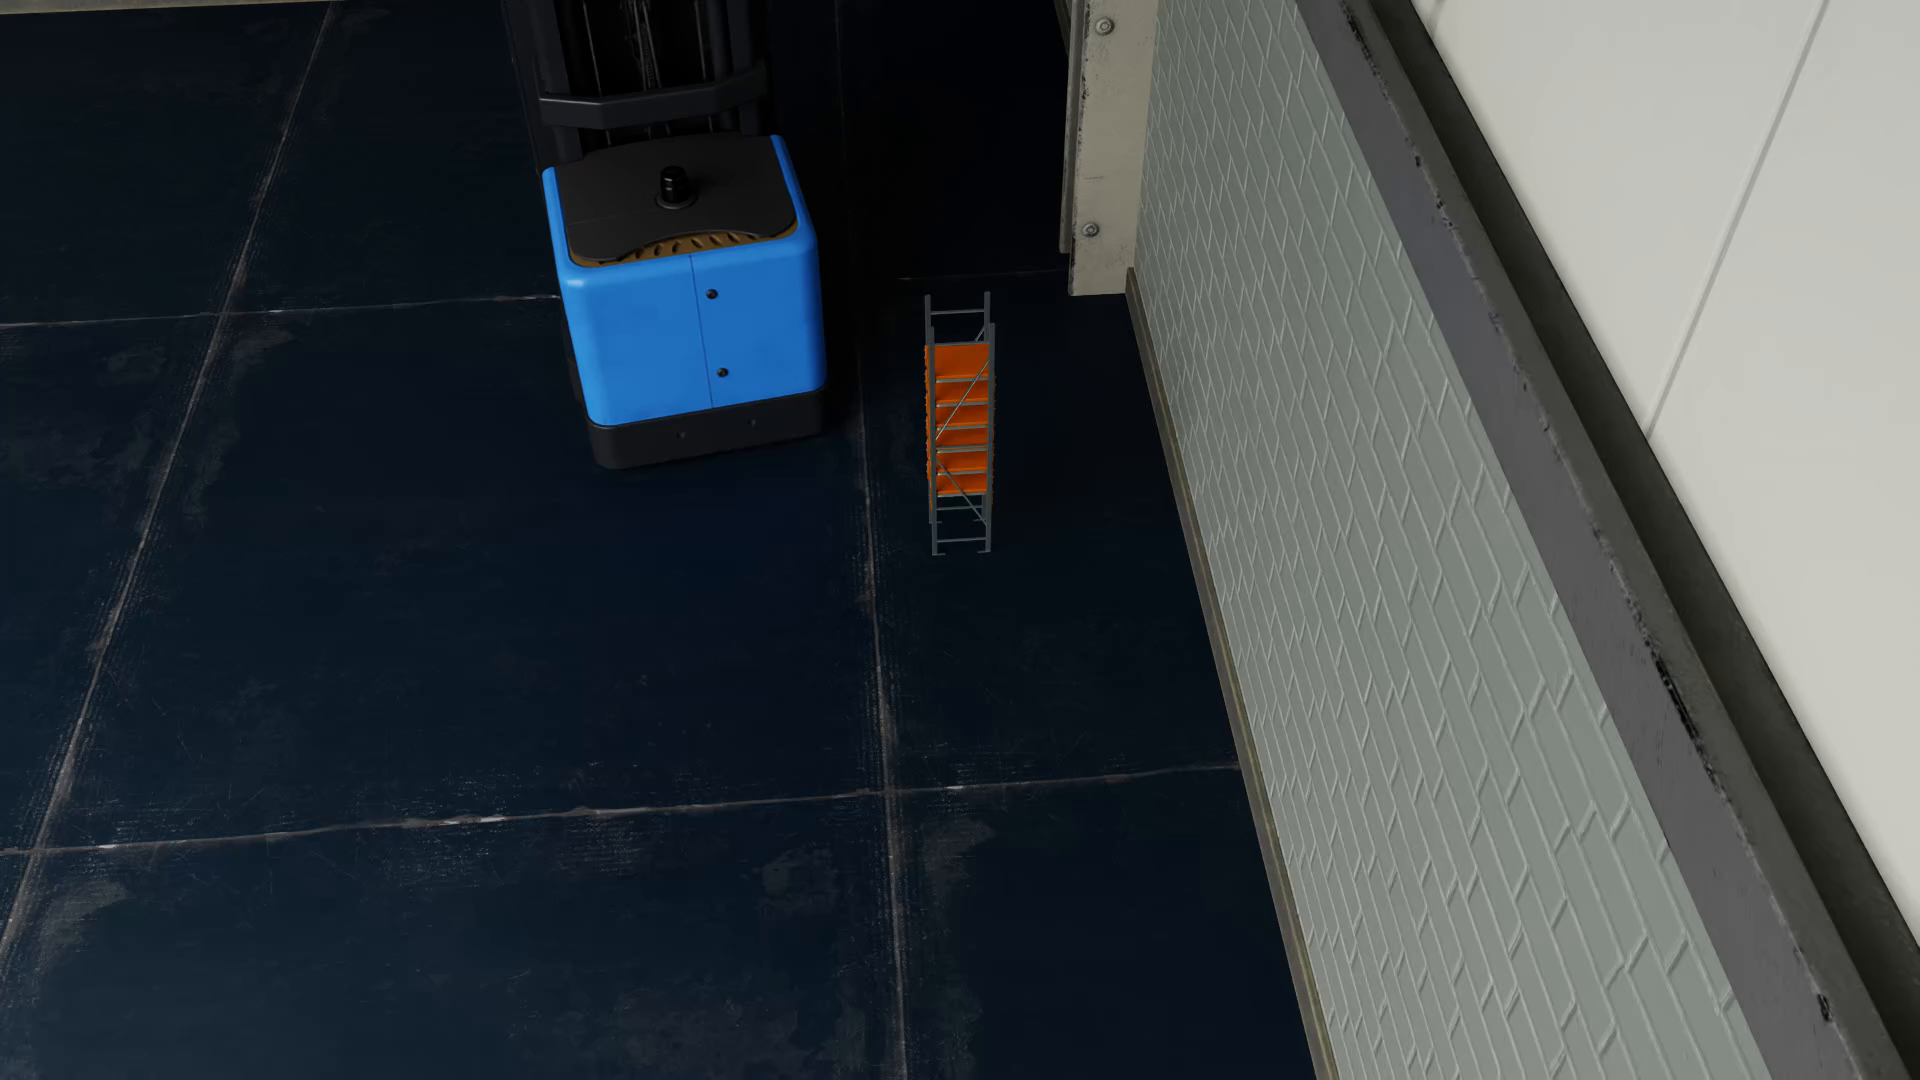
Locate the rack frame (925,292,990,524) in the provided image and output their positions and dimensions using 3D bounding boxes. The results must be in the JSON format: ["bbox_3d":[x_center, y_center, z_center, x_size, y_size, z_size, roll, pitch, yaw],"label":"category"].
[{"bbox_3d":[-0.009,-0.489,6.523,0.240,1.200,0.006,-3,47,-3],"label":"rack frame"}]

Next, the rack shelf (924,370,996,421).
[{"bbox_3d":[-0.001,-0.558,6.319,0.258,0.103,0.180,-3,47,-3],"label":"rack shelf"}]

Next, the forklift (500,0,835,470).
[{"bbox_3d":[-1.420,-2.400,7.141,1.130,2.935,3.031,-11,48,-10],"label":"forklift"}]

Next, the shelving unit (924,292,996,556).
[{"bbox_3d":[-0.001,-0.423,6.461,0.258,1.200,0.189,-3,47,-3],"label":"shelving unit"}]

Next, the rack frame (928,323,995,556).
[{"bbox_3d":[0.006,-0.357,6.398,0.240,1.200,0.006,-3,47,-3],"label":"rack frame"}]

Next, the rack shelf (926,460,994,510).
[{"bbox_3d":[-0.001,-0.227,6.667,0.258,0.103,0.180,-3,47,-3],"label":"rack shelf"}]

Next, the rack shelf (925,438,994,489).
[{"bbox_3d":[-0.001,-0.310,6.580,0.258,0.103,0.180,-3,47,-3],"label":"rack shelf"}]

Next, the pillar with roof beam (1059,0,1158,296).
[{"bbox_3d":[-3.627,-4.161,4.629,9.100,9.000,0.400,-3,47,-3],"label":"pillar with roof beam"}]

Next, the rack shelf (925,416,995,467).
[{"bbox_3d":[-0.001,-0.392,6.493,0.258,0.103,0.180,-3,47,-3],"label":"rack shelf"}]

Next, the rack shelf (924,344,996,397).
[{"bbox_3d":[-0.001,-0.640,6.232,0.258,0.103,0.180,-3,47,-3],"label":"rack shelf"}]

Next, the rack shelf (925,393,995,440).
[{"bbox_3d":[-0.001,-0.475,6.406,0.258,0.103,0.180,-3,47,-3],"label":"rack shelf"}]
